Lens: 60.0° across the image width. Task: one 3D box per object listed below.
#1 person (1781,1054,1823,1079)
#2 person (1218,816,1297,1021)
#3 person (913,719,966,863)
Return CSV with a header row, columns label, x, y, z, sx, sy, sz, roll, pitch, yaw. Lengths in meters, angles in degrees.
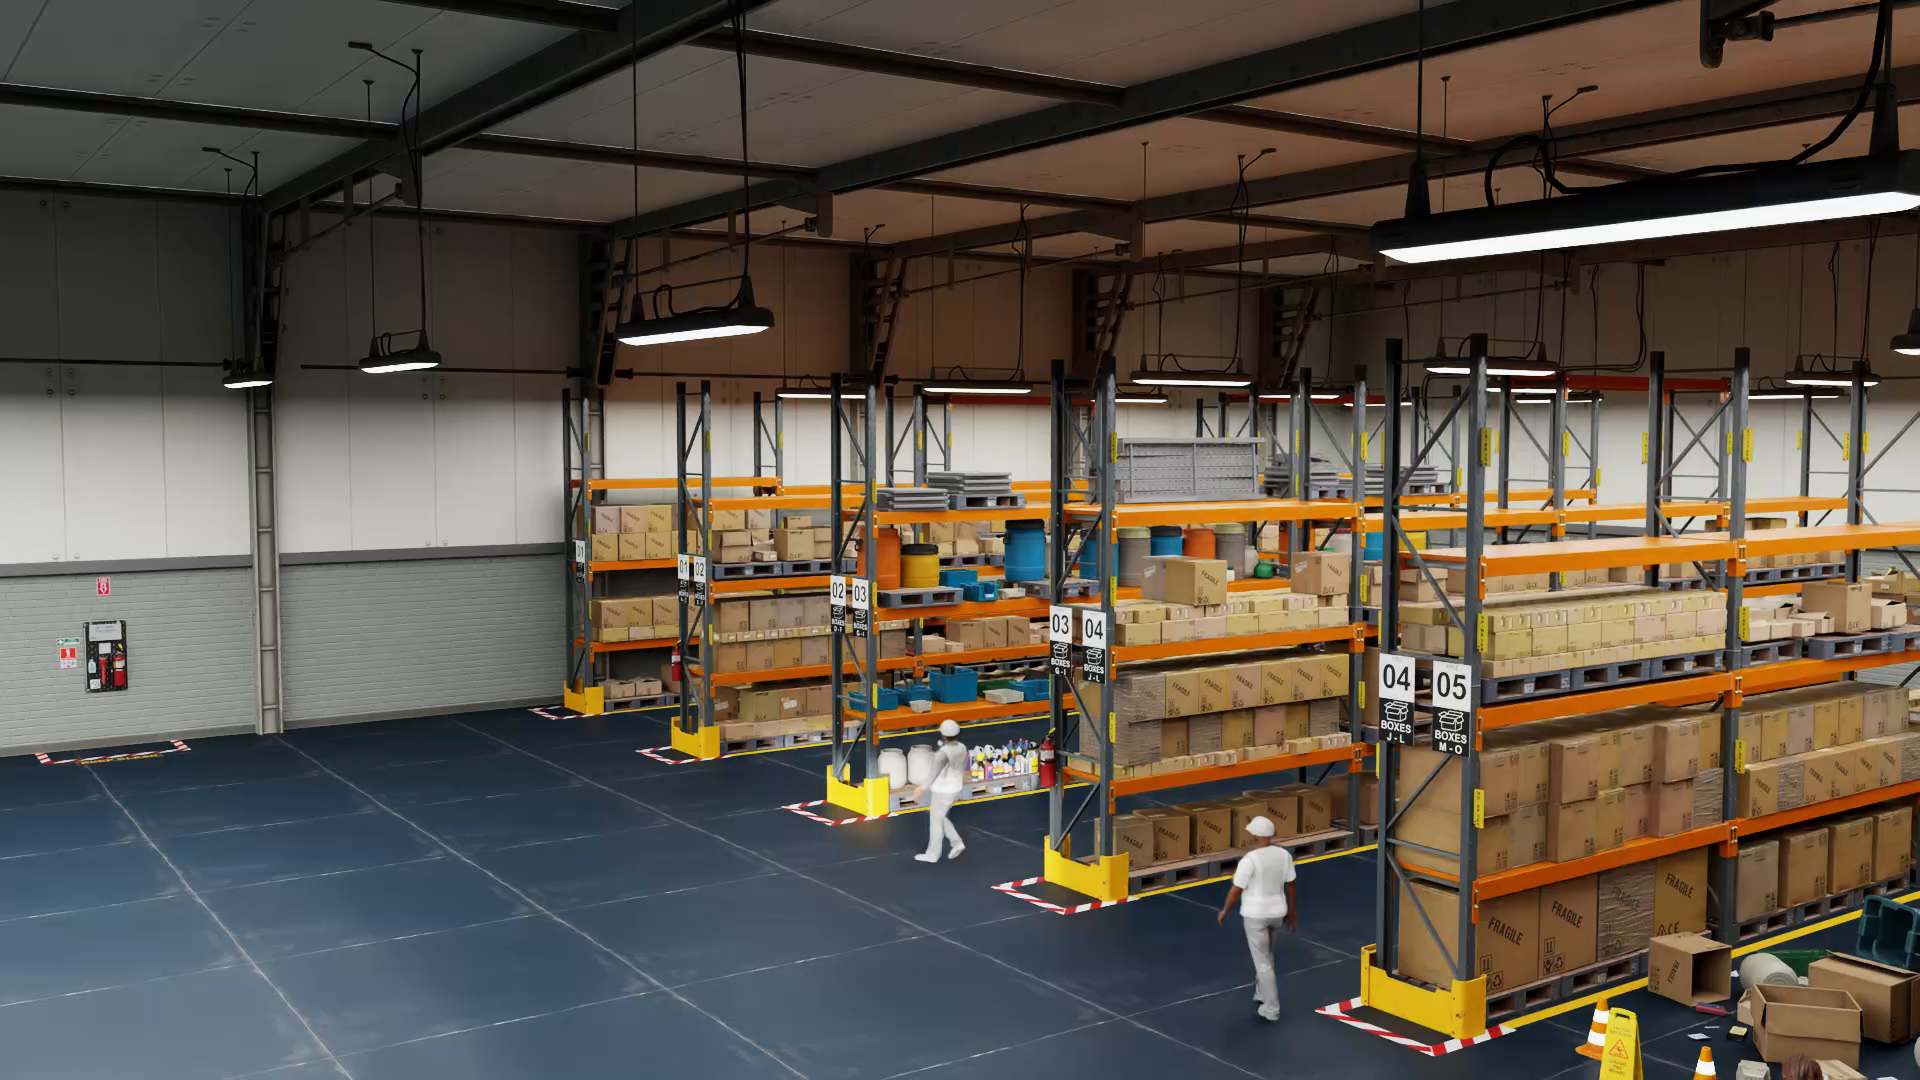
label,x,y,z,sx,sy,sz,roll,pitch,yaw
person,4.840,3.741,9.556,0.527,1.589,0.419,1,4,17
person,2.674,3.348,14.800,0.654,1.798,0.746,-2,4,-24
person,-0.253,3.003,19.960,0.627,1.753,0.595,1,4,22
